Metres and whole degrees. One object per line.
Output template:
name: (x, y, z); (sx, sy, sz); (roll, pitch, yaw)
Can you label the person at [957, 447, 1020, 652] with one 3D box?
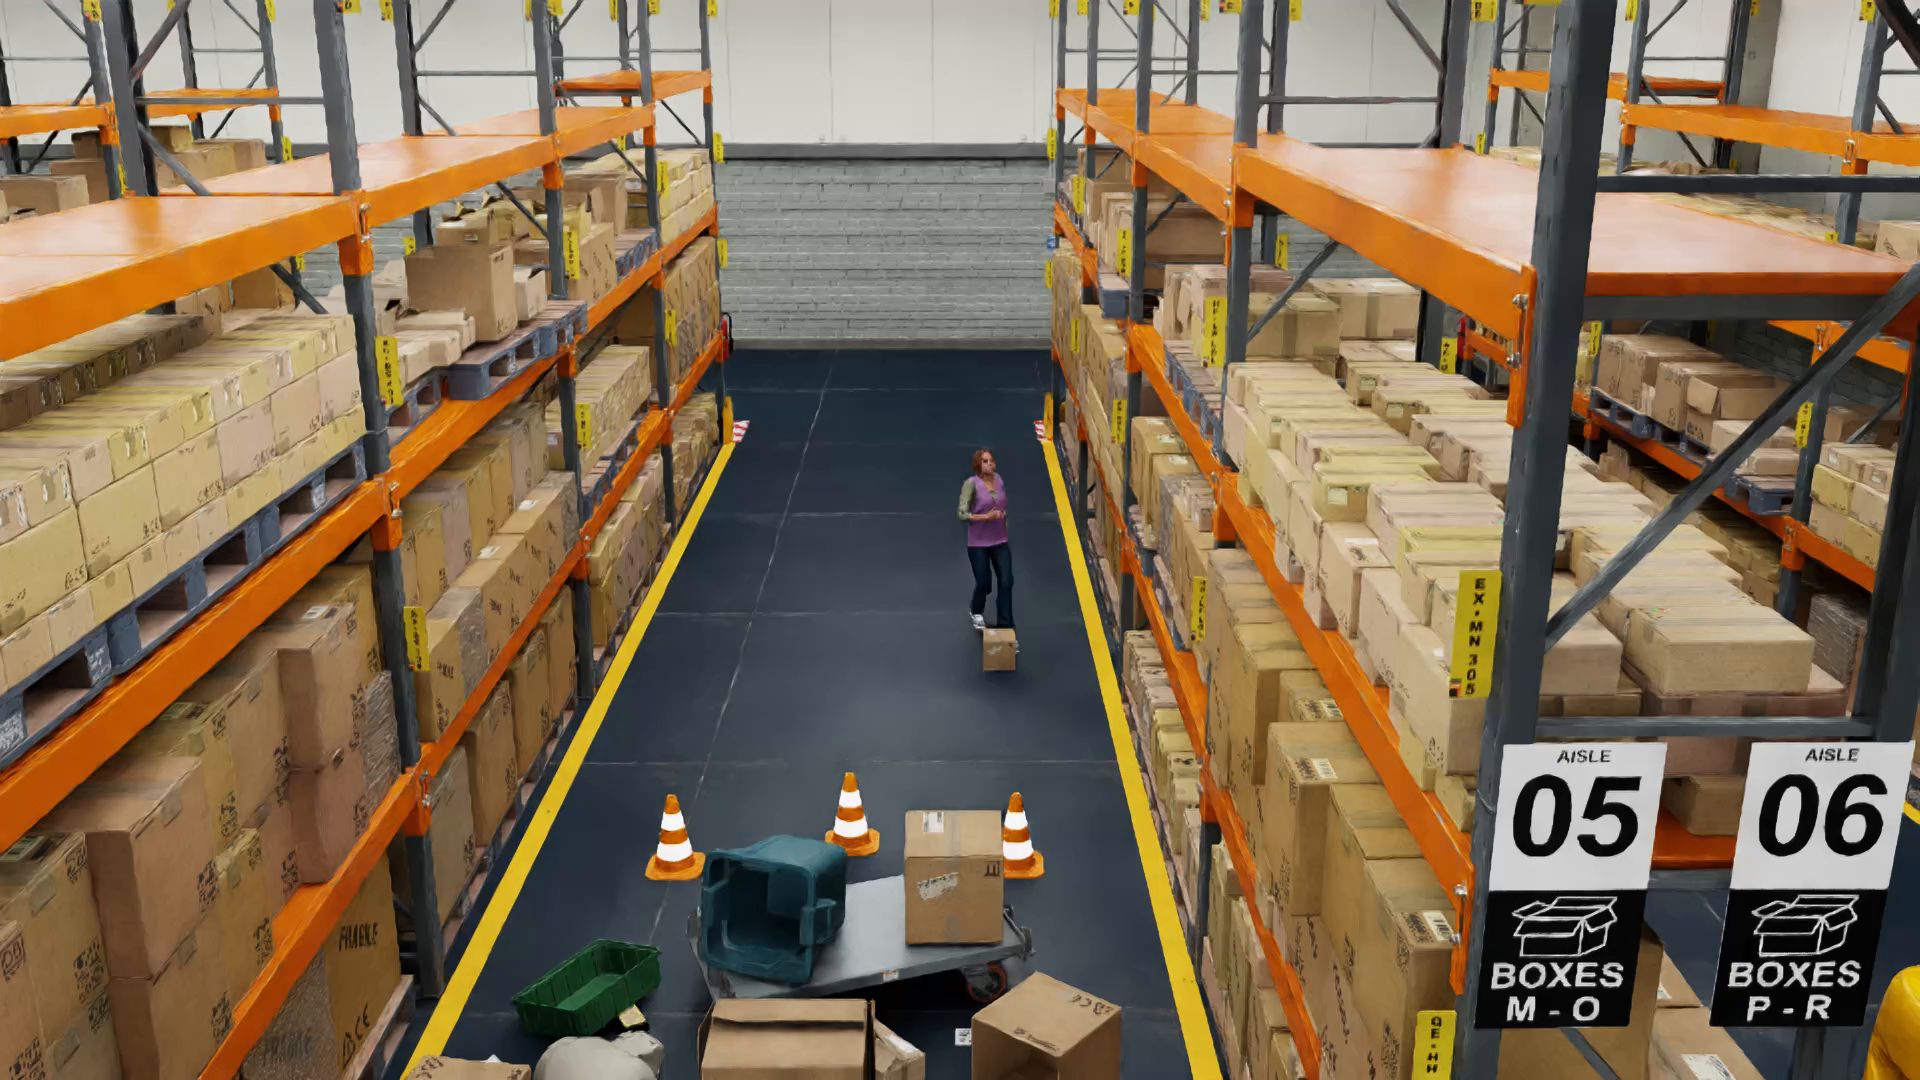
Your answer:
person: (0.243, 0.060, 13.373); (0.515, 1.577, 0.736); (-7, 19, -22)
